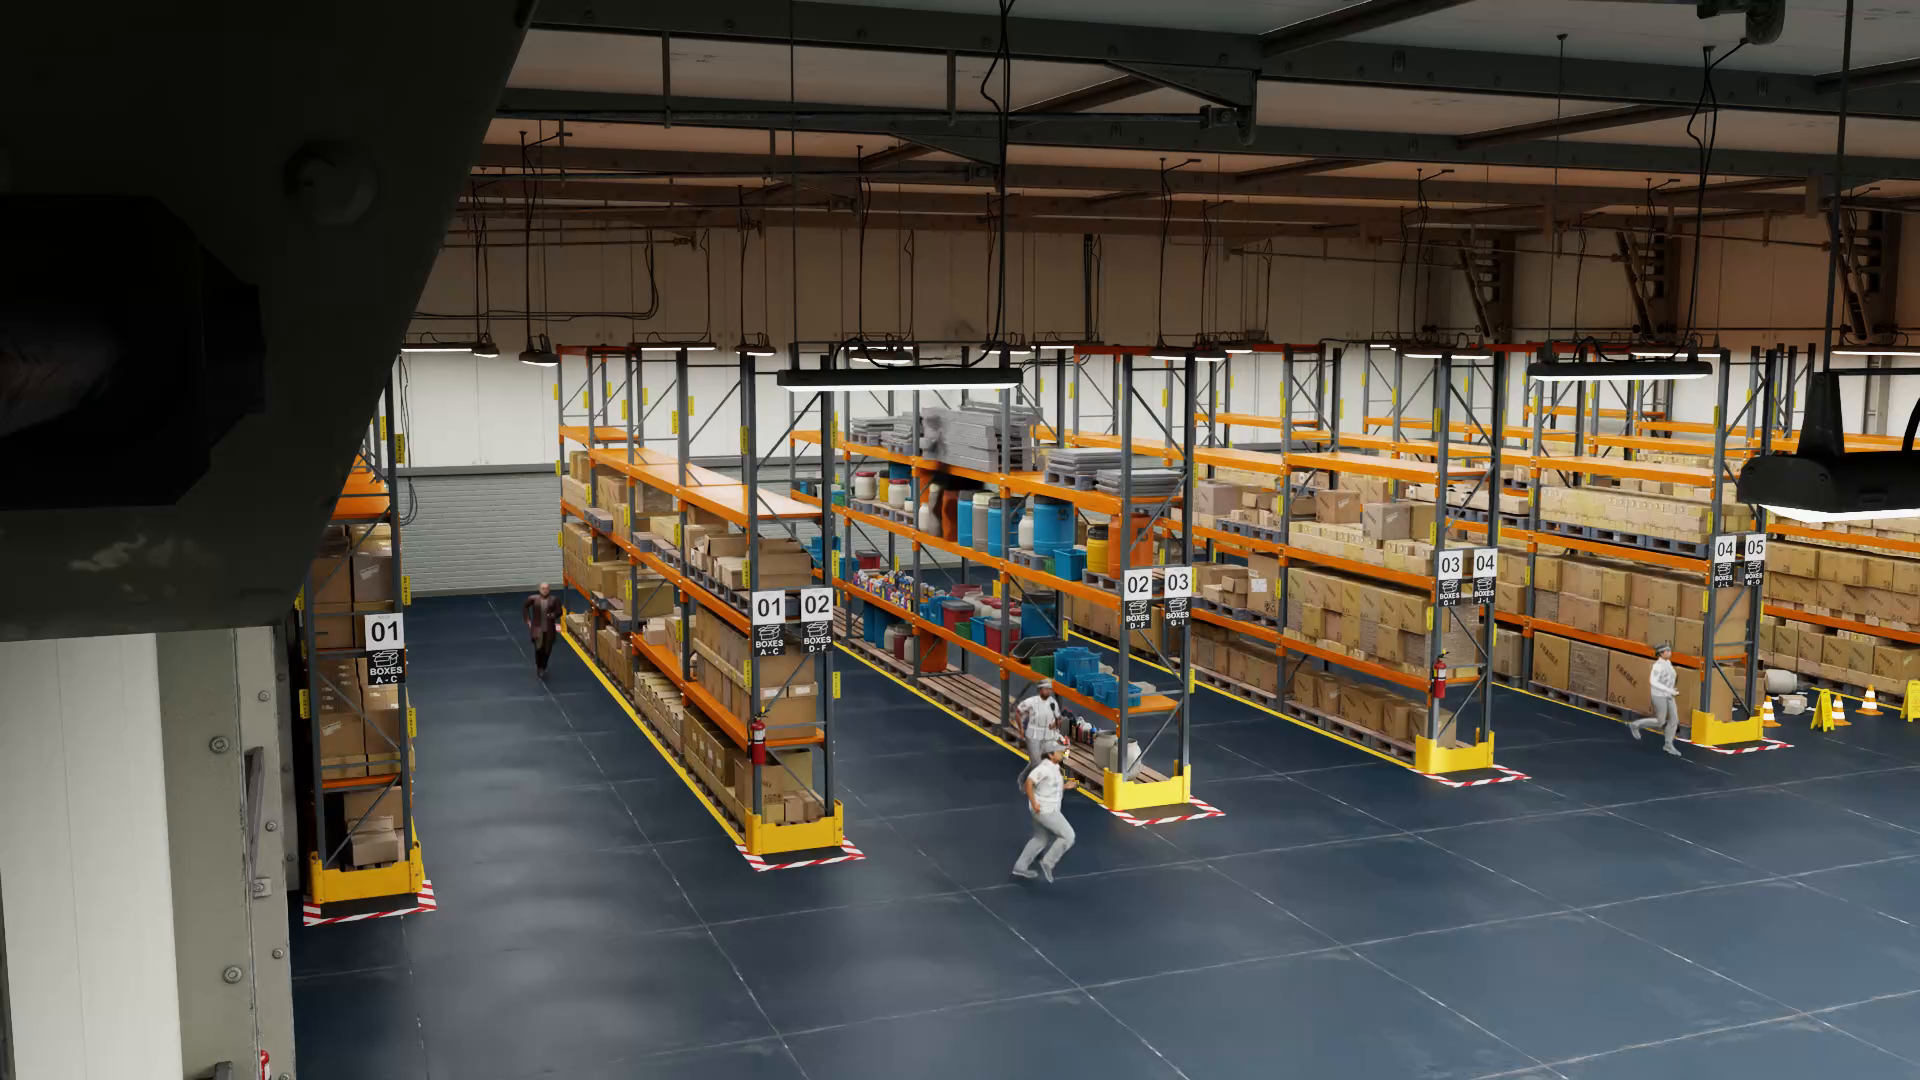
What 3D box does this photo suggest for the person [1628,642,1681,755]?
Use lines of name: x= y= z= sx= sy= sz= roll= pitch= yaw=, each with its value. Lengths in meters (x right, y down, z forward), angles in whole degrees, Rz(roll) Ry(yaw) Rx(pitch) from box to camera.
person: x=10.508 y=2.351 z=25.016 sx=0.789 sy=1.700 sz=0.623 roll=7 pitch=10 yaw=43

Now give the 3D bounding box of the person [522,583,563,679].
person: x=-7.550 y=1.675 z=30.149 sx=0.691 sy=1.688 sz=0.799 roll=-3 pitch=8 yaw=-20

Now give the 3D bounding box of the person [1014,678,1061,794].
person: x=1.068 y=2.676 z=22.297 sx=0.586 sy=1.713 sz=0.901 roll=-4 pitch=8 yaw=-27

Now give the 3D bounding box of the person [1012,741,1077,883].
person: x=0.972 y=3.108 z=19.040 sx=0.734 sy=1.642 sz=0.583 roll=0 pitch=7 yaw=2
